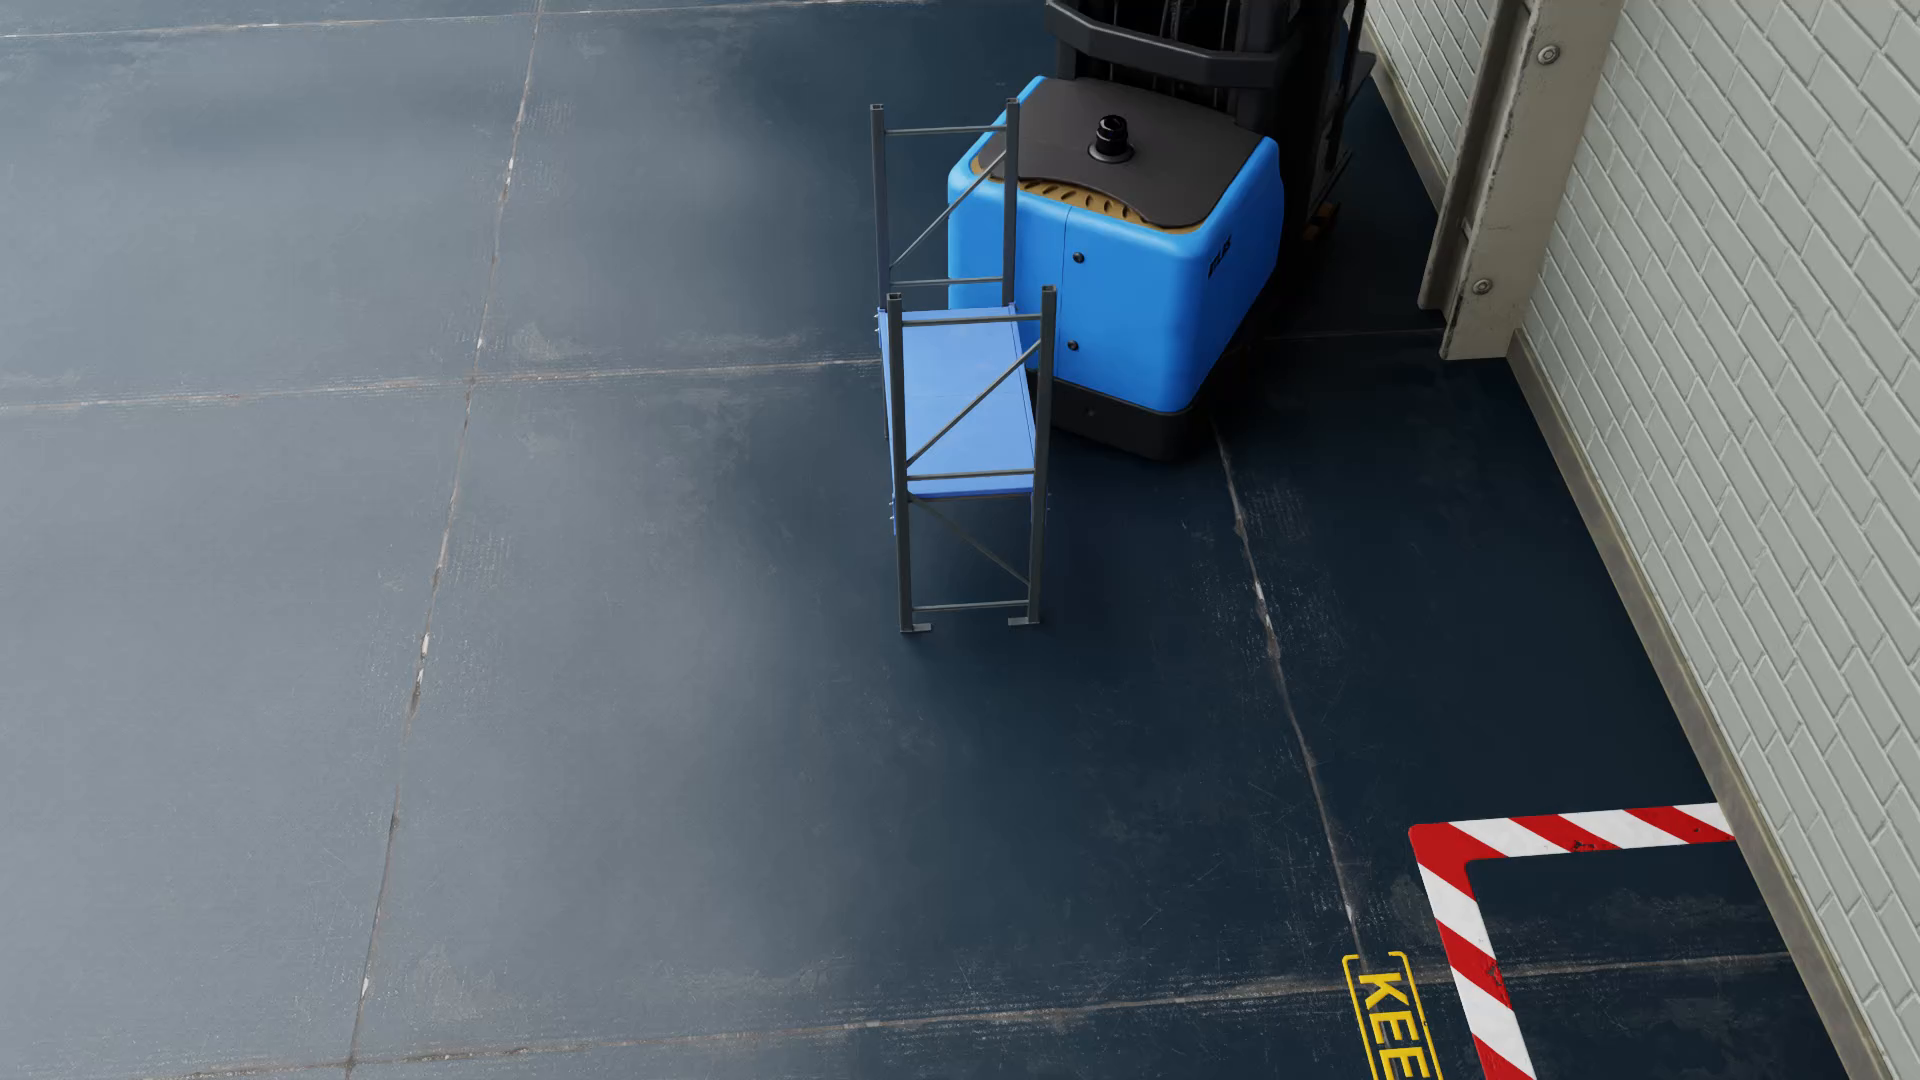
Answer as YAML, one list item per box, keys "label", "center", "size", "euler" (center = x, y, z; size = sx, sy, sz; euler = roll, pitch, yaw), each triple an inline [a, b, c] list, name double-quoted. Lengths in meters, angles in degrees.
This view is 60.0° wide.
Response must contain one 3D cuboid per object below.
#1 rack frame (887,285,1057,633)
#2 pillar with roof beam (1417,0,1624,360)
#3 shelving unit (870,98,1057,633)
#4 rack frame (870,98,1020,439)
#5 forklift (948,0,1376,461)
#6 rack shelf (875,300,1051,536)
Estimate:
- label: "rack frame"
  center: [0.035, -0.210, 5.416]
  size: [0.500, 1.500, 0.032]
  euler: [-3, 47, -3]
- label: "pillar with roof beam"
  center: [-2.133, -3.739, 3.593]
  size: [9.100, 9.000, 0.400]
  euler: [-3, 47, -3]
- label: "shelving unit"
  center: [-0.007, -0.577, 5.764]
  size: [0.538, 1.500, 1.048]
  euler: [-3, 47, -3]
- label: "rack frame"
  center: [-0.050, -0.945, 6.112]
  size: [0.500, 1.500, 0.032]
  euler: [-3, 47, -3]
- label: "forklift"
  center: [1.063, -2.388, 6.493]
  size: [1.130, 2.935, 3.031]
  euler: [20, 50, 18]
- label: "rack shelf"
  center: [-0.007, -0.454, 5.895]
  size: [0.538, 0.185, 1.000]
  euler: [-3, 47, -3]
